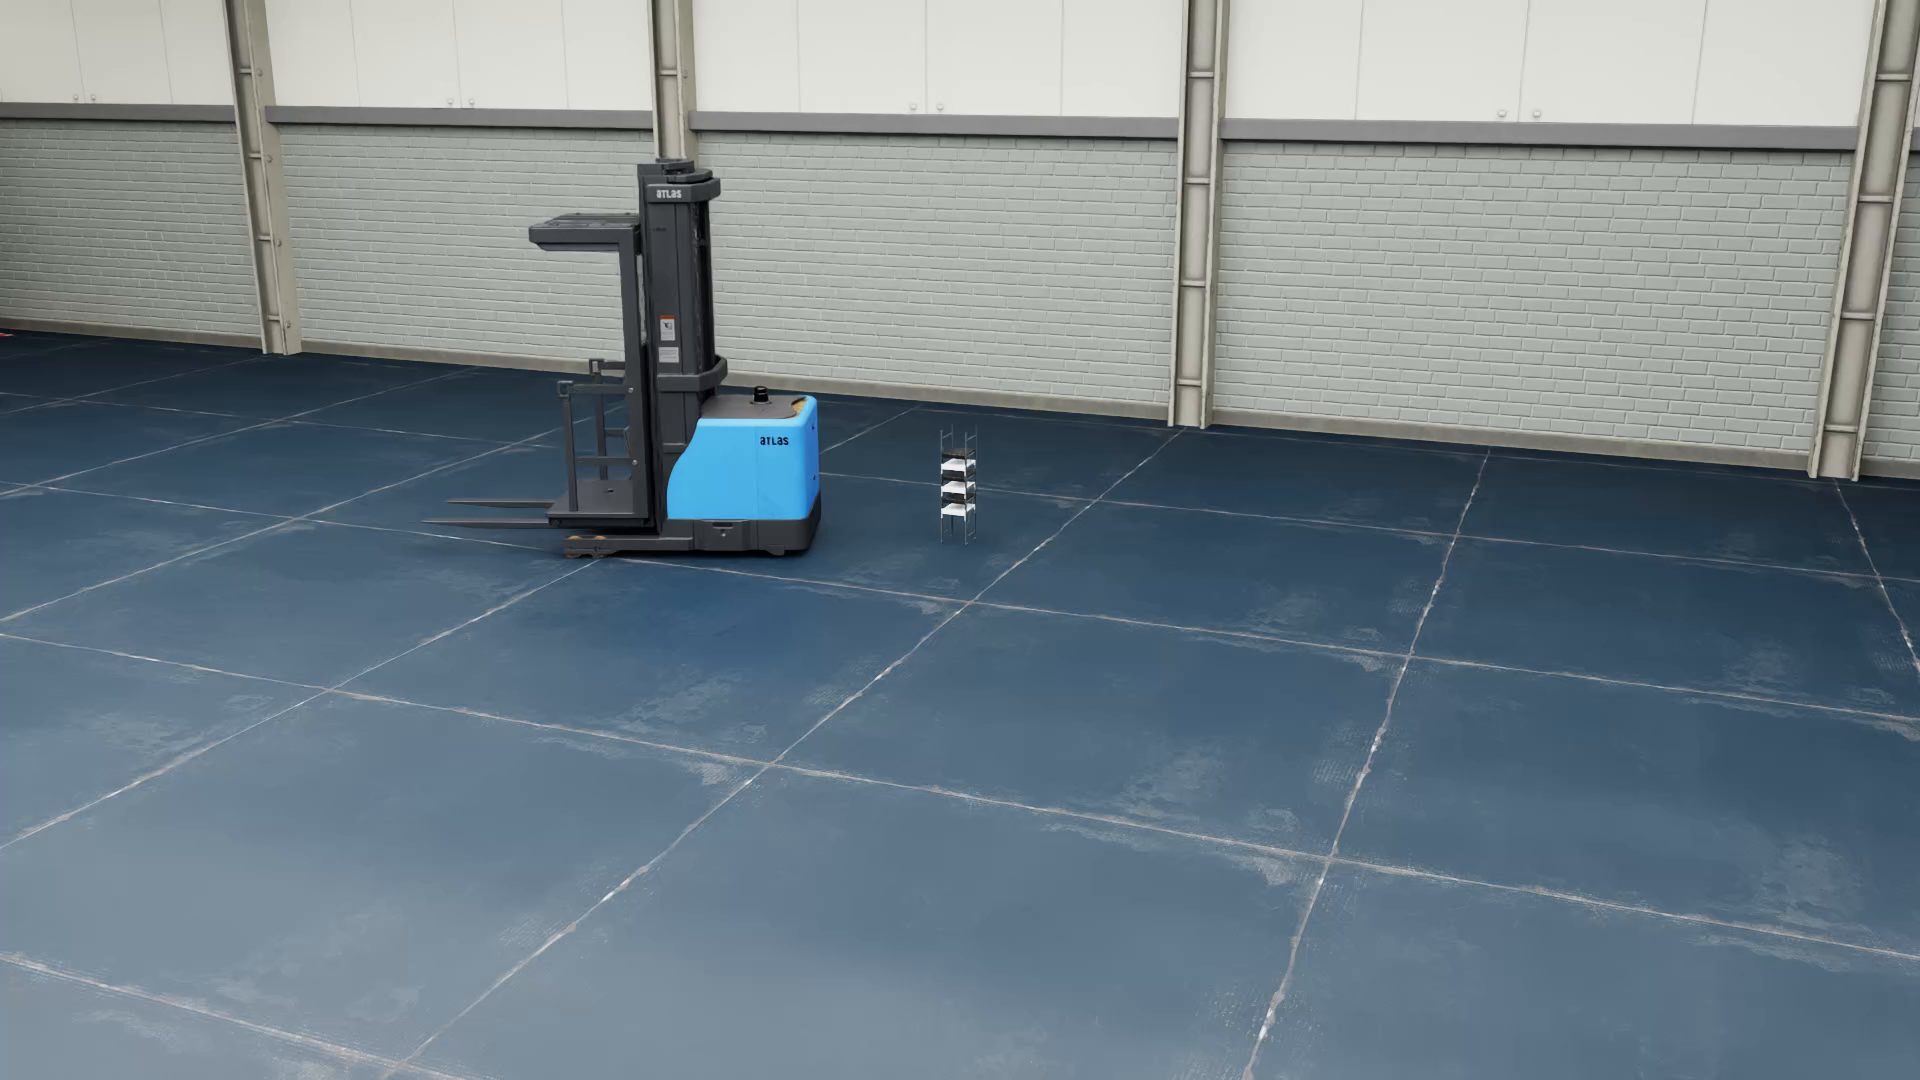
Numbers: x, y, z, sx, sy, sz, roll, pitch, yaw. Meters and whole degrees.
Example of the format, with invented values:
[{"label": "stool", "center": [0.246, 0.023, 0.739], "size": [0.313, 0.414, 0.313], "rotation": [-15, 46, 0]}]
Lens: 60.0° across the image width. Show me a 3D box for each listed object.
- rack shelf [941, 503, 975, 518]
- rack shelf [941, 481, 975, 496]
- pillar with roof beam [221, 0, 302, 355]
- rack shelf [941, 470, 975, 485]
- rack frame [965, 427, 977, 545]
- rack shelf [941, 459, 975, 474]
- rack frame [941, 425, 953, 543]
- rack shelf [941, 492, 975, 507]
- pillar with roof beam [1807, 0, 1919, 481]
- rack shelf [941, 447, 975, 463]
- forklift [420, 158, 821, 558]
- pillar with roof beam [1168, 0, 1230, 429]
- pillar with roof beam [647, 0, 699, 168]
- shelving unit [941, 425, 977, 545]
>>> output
[{"label": "rack shelf", "center": [-0.008, -0.228, 13.111], "size": [0.200, 0.077, 0.258], "rotation": [6, 17, 21]}, {"label": "rack shelf", "center": [-0.008, -0.401, 13.060], "size": [0.200, 0.077, 0.258], "rotation": [6, 17, 21]}, {"label": "pillar with roof beam", "center": [-10.348, -5.636, 16.448], "size": [0.400, 9.000, 9.100], "rotation": [6, 17, 21]}, {"label": "rack shelf", "center": [-0.008, -0.487, 13.035], "size": [0.200, 0.077, 0.258], "rotation": [6, 17, 21]}, {"label": "rack frame", "center": [0.087, -0.423, 13.015], "size": [0.006, 0.900, 0.240], "rotation": [6, 17, 21]}, {"label": "rack shelf", "center": [-0.008, -0.574, 13.010], "size": [0.200, 0.077, 0.258], "rotation": [6, 17, 21]}, {"label": "rack frame", "center": [-0.102, -0.443, 13.087], "size": [0.006, 0.900, 0.240], "rotation": [6, 17, 21]}, {"label": "rack shelf", "center": [-0.008, -0.315, 13.085], "size": [0.200, 0.077, 0.258], "rotation": [6, 17, 21]}, {"label": "pillar with roof beam", "center": [6.397, -3.795, 10.105], "size": [0.400, 9.000, 9.100], "rotation": [6, 17, 21]}, {"label": "rack shelf", "center": [-0.008, -0.660, 12.985], "size": [0.200, 0.077, 0.258], "rotation": [6, 17, 21]}, {"label": "forklift", "center": [-2.655, -1.417, 12.796], "size": [3.031, 2.935, 1.130], "rotation": [0, 16, 1]}, {"label": "pillar with roof beam", "center": [0.815, -4.409, 12.220], "size": [0.400, 9.000, 9.100], "rotation": [6, 17, 21]}, {"label": "pillar with roof beam", "center": [-4.766, -5.023, 14.334], "size": [0.400, 9.000, 9.100], "rotation": [6, 17, 21]}, {"label": "shelving unit", "center": [-0.008, -0.433, 13.051], "size": [0.210, 0.900, 0.258], "rotation": [6, 17, 21]}]
